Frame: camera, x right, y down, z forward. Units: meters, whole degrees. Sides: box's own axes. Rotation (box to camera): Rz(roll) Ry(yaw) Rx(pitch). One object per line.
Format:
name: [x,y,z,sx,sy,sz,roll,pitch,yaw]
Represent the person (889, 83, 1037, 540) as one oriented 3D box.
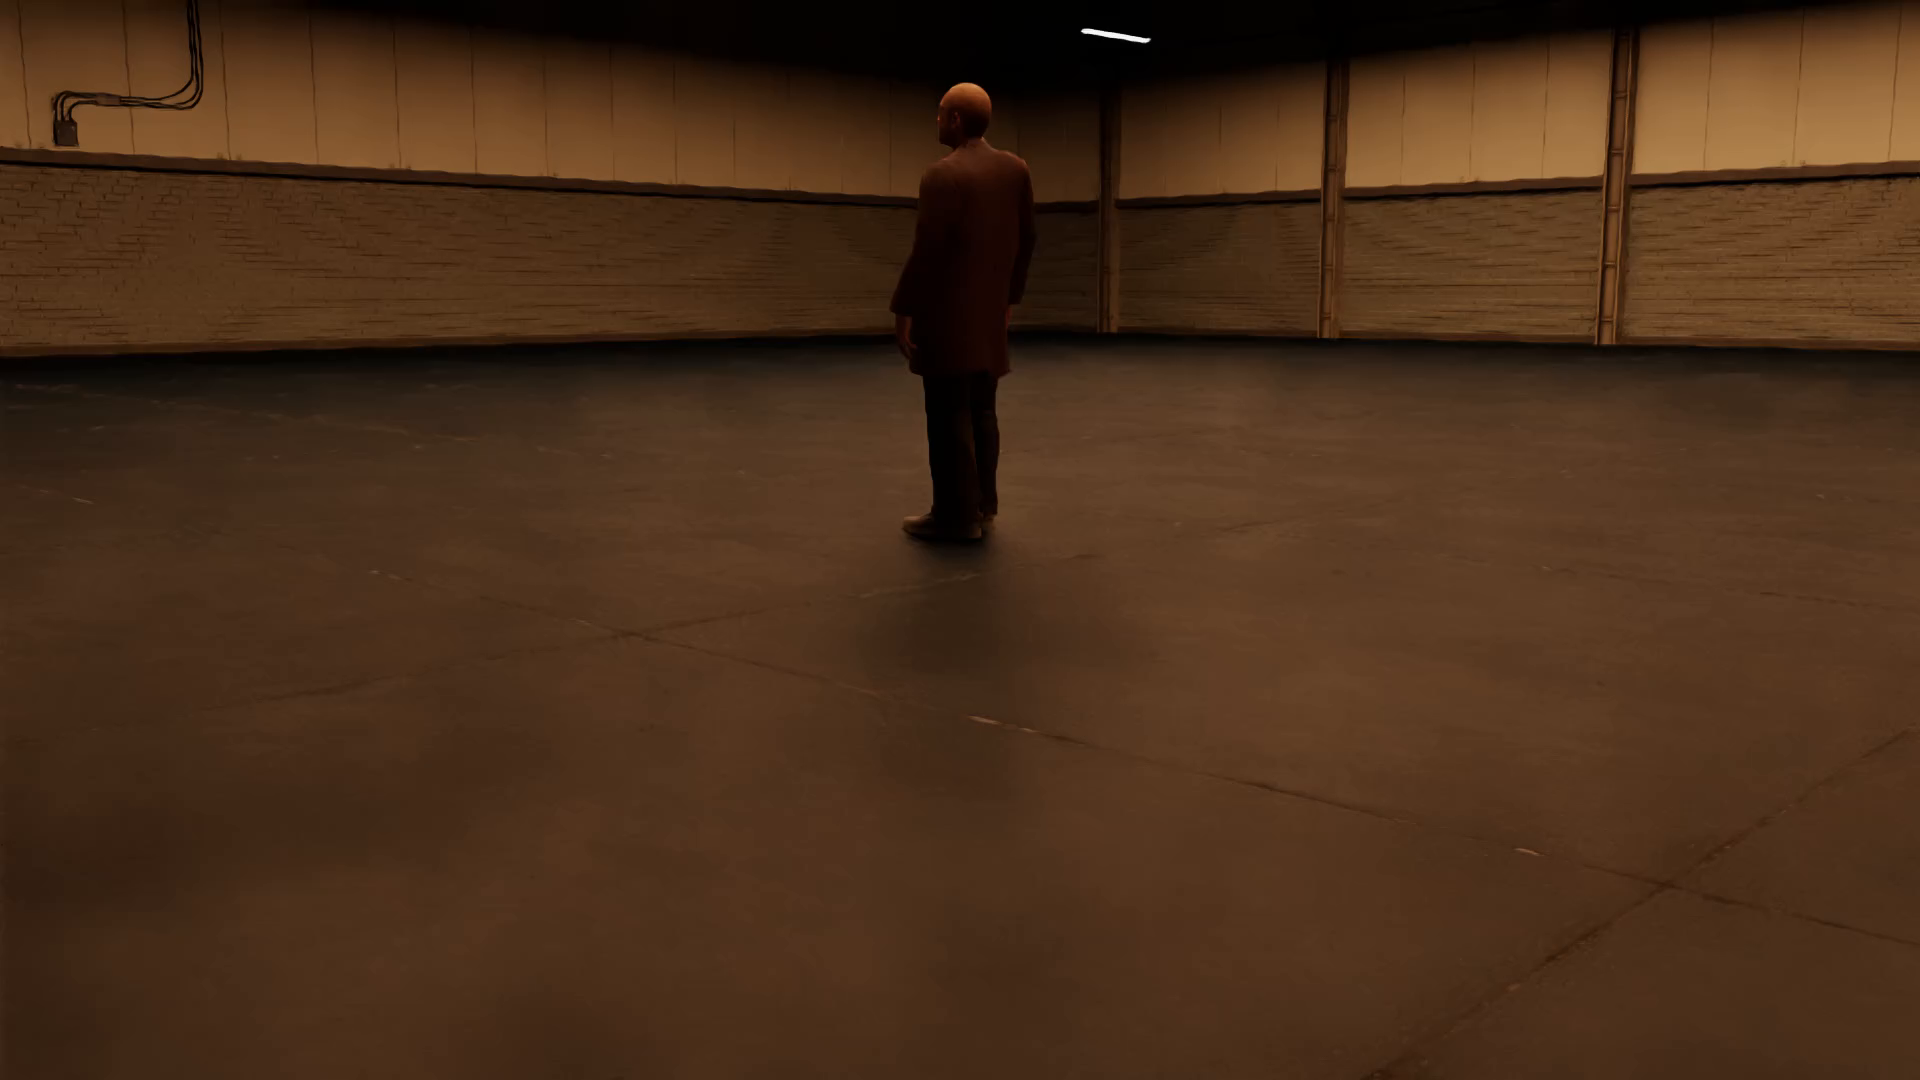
person: [-0.062,-0.896,6.650,0.580,1.776,0.694,8,12,43]
